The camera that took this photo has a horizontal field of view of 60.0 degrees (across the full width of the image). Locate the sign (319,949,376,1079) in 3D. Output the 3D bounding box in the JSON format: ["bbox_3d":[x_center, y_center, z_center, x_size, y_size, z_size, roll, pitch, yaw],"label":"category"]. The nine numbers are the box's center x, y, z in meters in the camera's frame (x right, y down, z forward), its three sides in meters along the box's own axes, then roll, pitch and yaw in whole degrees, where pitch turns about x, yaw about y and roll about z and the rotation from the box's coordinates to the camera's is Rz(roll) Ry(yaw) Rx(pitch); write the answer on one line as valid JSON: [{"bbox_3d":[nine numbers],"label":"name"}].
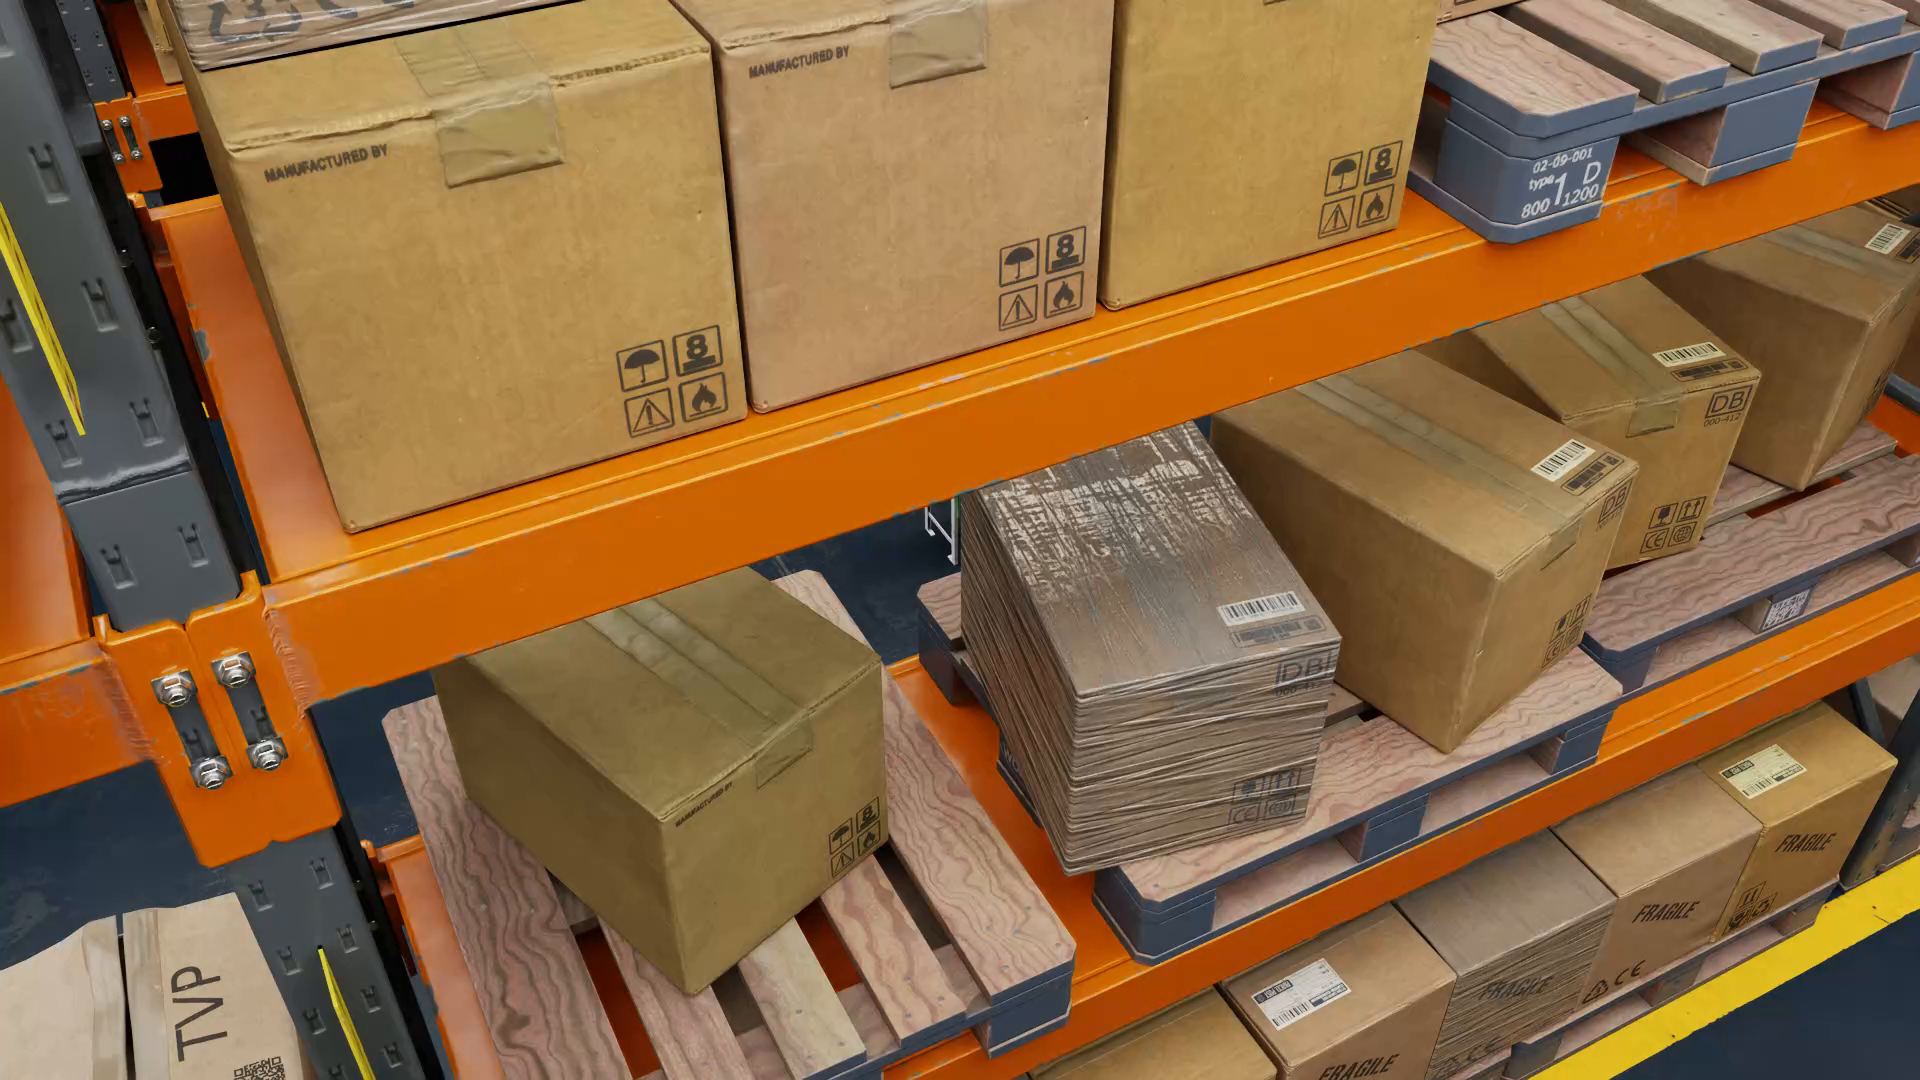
[{"bbox_3d":[-0.807,0.681,2.227,0.005,0.325,0.100,-19,44,-21],"label":"sign"}]

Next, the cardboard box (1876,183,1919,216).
[{"bbox_3d":[2.810,-1.107,4.385,0.500,0.500,0.500,-18,44,-20],"label":"cardboard box"}]

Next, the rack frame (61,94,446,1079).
[{"bbox_3d":[-1.066,0.806,2.976,0.127,3.000,1.000,-19,44,-21],"label":"rack frame"}]

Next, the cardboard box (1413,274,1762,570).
[{"bbox_3d":[1.377,-0.331,3.917,0.500,0.500,0.700,-12,42,-14],"label":"cardboard box"}]

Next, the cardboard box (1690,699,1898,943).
[{"bbox_3d":[2.176,0.710,4.684,0.500,0.500,0.500,-19,44,-21],"label":"cardboard box"}]

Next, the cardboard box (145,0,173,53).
[{"bbox_3d":[-2.809,-2.189,6.191,0.500,0.500,0.500,-17,43,-19],"label":"cardboard box"}]

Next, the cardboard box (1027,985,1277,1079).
[{"bbox_3d":[0.378,1.314,3.970,0.500,0.500,0.500,-19,44,-21],"label":"cardboard box"}]

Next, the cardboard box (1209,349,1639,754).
[{"bbox_3d":[0.943,-0.023,3.554,0.500,0.500,0.700,-30,49,-31],"label":"cardboard box"}]

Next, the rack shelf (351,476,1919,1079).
[{"bbox_3d":[0.707,0.484,3.914,4.000,0.370,1.077,-19,44,-21],"label":"rack shelf"}]

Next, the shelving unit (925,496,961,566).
[{"bbox_3d":[0.147,-0.507,5.921,0.503,1.200,0.258,-19,44,-21],"label":"shelving unit"}]

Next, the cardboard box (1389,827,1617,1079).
[{"bbox_3d":[1.289,1.002,4.339,0.500,0.500,0.500,-18,43,-20],"label":"cardboard box"}]

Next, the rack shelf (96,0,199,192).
[{"bbox_3d":[-1.584,-2.354,7.266,4.000,0.370,1.077,-19,44,-21],"label":"rack shelf"}]

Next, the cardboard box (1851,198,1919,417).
[{"bbox_3d":[2.806,-0.722,4.704,0.500,0.500,0.500,-18,43,-20],"label":"cardboard box"}]

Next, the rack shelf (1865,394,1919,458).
[{"bbox_3d":[4.255,-0.710,5.324,4.000,0.370,1.077,-19,44,-21],"label":"rack shelf"}]

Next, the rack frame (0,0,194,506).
[{"bbox_3d":[-1.066,-1.484,1.038,0.127,3.000,1.000,-19,44,-21],"label":"rack frame"}]

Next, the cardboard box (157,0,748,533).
[{"bbox_3d":[-0.695,-0.526,2.151,0.500,0.500,0.910,-19,44,-21],"label":"cardboard box"}]

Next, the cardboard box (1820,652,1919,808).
[{"bbox_3d":[2.954,0.469,5.114,0.500,0.311,0.500,-19,44,-21],"label":"cardboard box"}]

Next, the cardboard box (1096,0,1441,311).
[{"bbox_3d":[0.219,-0.834,2.514,0.500,0.500,0.910,-19,44,-21],"label":"cardboard box"}]

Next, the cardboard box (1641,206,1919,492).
[{"bbox_3d":[1.958,-0.573,4.203,0.700,0.500,0.500,31,49,31],"label":"cardboard box"}]

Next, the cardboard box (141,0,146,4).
[{"bbox_3d":[-3.061,-2.483,6.538,0.500,0.500,0.500,-18,44,-20],"label":"cardboard box"}]

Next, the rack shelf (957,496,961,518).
[{"bbox_3d":[0.147,-0.275,6.117,0.480,0.148,0.258,-19,44,-21],"label":"rack shelf"}]

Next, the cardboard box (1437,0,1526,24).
[{"bbox_3d":[0.819,-1.261,2.617,0.600,0.600,0.600,-20,44,-22],"label":"cardboard box"}]

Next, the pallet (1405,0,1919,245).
[{"bbox_3d":[0.952,-0.995,2.928,1.003,0.211,1.213,-19,44,-21],"label":"pallet"}]

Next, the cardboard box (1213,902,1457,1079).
[{"bbox_3d":[0.839,1.155,4.158,0.500,0.500,0.500,-20,44,-22],"label":"cardboard box"}]

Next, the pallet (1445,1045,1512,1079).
[{"bbox_3d":[0.694,1.308,4.542,1.213,0.211,1.003,-19,44,-21],"label":"pallet"}]

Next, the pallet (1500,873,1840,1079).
[{"bbox_3d":[1.777,0.941,4.975,1.213,0.211,1.003,-19,44,-21],"label":"pallet"}]

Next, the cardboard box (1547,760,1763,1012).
[{"bbox_3d":[1.734,0.853,4.515,0.500,0.500,0.500,-18,44,-20],"label":"cardboard box"}]

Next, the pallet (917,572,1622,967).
[{"bbox_3d":[0.656,0.296,3.727,1.213,0.211,1.003,-19,44,-21],"label":"pallet"}]

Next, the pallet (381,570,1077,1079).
[{"bbox_3d":[-0.498,0.637,3.325,1.003,0.211,1.213,-19,44,-21],"label":"pallet"}]

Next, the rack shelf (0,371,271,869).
[{"bbox_3d":[-2.840,0.533,1.534,4.000,0.370,1.077,-19,44,-21],"label":"rack shelf"}]

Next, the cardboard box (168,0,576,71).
[{"bbox_3d":[-0.677,-0.885,1.801,0.500,0.500,0.500,-19,44,-21],"label":"cardboard box"}]

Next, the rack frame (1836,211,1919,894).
[{"bbox_3d":[2.481,-0.388,4.386,0.127,3.000,1.000,-19,44,-21],"label":"rack frame"}]

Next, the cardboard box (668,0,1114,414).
[{"bbox_3d":[-0.243,-0.679,2.331,0.500,0.500,0.910,-19,44,-21],"label":"cardboard box"}]

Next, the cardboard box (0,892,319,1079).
[{"bbox_3d":[-1.409,0.924,2.906,0.500,0.311,0.500,-16,43,-18],"label":"cardboard box"}]

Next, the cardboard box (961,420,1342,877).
[{"bbox_3d":[0.339,0.192,3.300,0.500,0.500,0.700,-11,41,-13],"label":"cardboard box"}]

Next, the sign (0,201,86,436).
[{"bbox_3d":[-0.817,-0.246,1.436,0.005,0.325,0.100,-19,44,-21],"label":"sign"}]

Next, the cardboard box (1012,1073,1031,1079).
[{"bbox_3d":[-0.069,1.461,3.797,0.500,0.500,0.500,-20,44,-22],"label":"cardboard box"}]

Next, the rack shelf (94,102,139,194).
[{"bbox_3d":[-5.132,-1.160,5.855,4.000,0.370,1.077,-19,44,-21],"label":"rack shelf"}]

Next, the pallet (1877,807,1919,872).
[{"bbox_3d":[3.091,0.472,5.529,1.213,0.211,1.003,-19,44,-21],"label":"pallet"}]

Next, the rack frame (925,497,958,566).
[{"bbox_3d":[-0.070,-0.435,5.835,0.015,1.200,0.240,-19,44,-21],"label":"rack frame"}]

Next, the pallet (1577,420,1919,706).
[{"bbox_3d":[1.722,-0.138,4.240,1.213,0.211,1.003,-19,44,-21],"label":"pallet"}]

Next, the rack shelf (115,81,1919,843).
[{"bbox_3d":[0.707,-0.661,2.944,4.000,0.370,1.077,-19,44,-21],"label":"rack shelf"}]

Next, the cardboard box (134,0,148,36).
[{"bbox_3d":[-3.187,-2.187,6.691,0.250,0.149,0.380,-18,43,-20],"label":"cardboard box"}]

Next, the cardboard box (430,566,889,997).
[{"bbox_3d":[-0.560,0.355,3.106,0.700,0.500,0.500,31,49,31],"label":"cardboard box"}]

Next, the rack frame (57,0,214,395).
[{"bbox_3d":[-3.358,-2.031,6.328,0.127,3.000,1.000,-19,44,-21],"label":"rack frame"}]

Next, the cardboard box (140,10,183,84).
[{"bbox_3d":[-2.959,-1.909,6.362,0.250,0.149,0.380,-19,44,-21],"label":"cardboard box"}]
